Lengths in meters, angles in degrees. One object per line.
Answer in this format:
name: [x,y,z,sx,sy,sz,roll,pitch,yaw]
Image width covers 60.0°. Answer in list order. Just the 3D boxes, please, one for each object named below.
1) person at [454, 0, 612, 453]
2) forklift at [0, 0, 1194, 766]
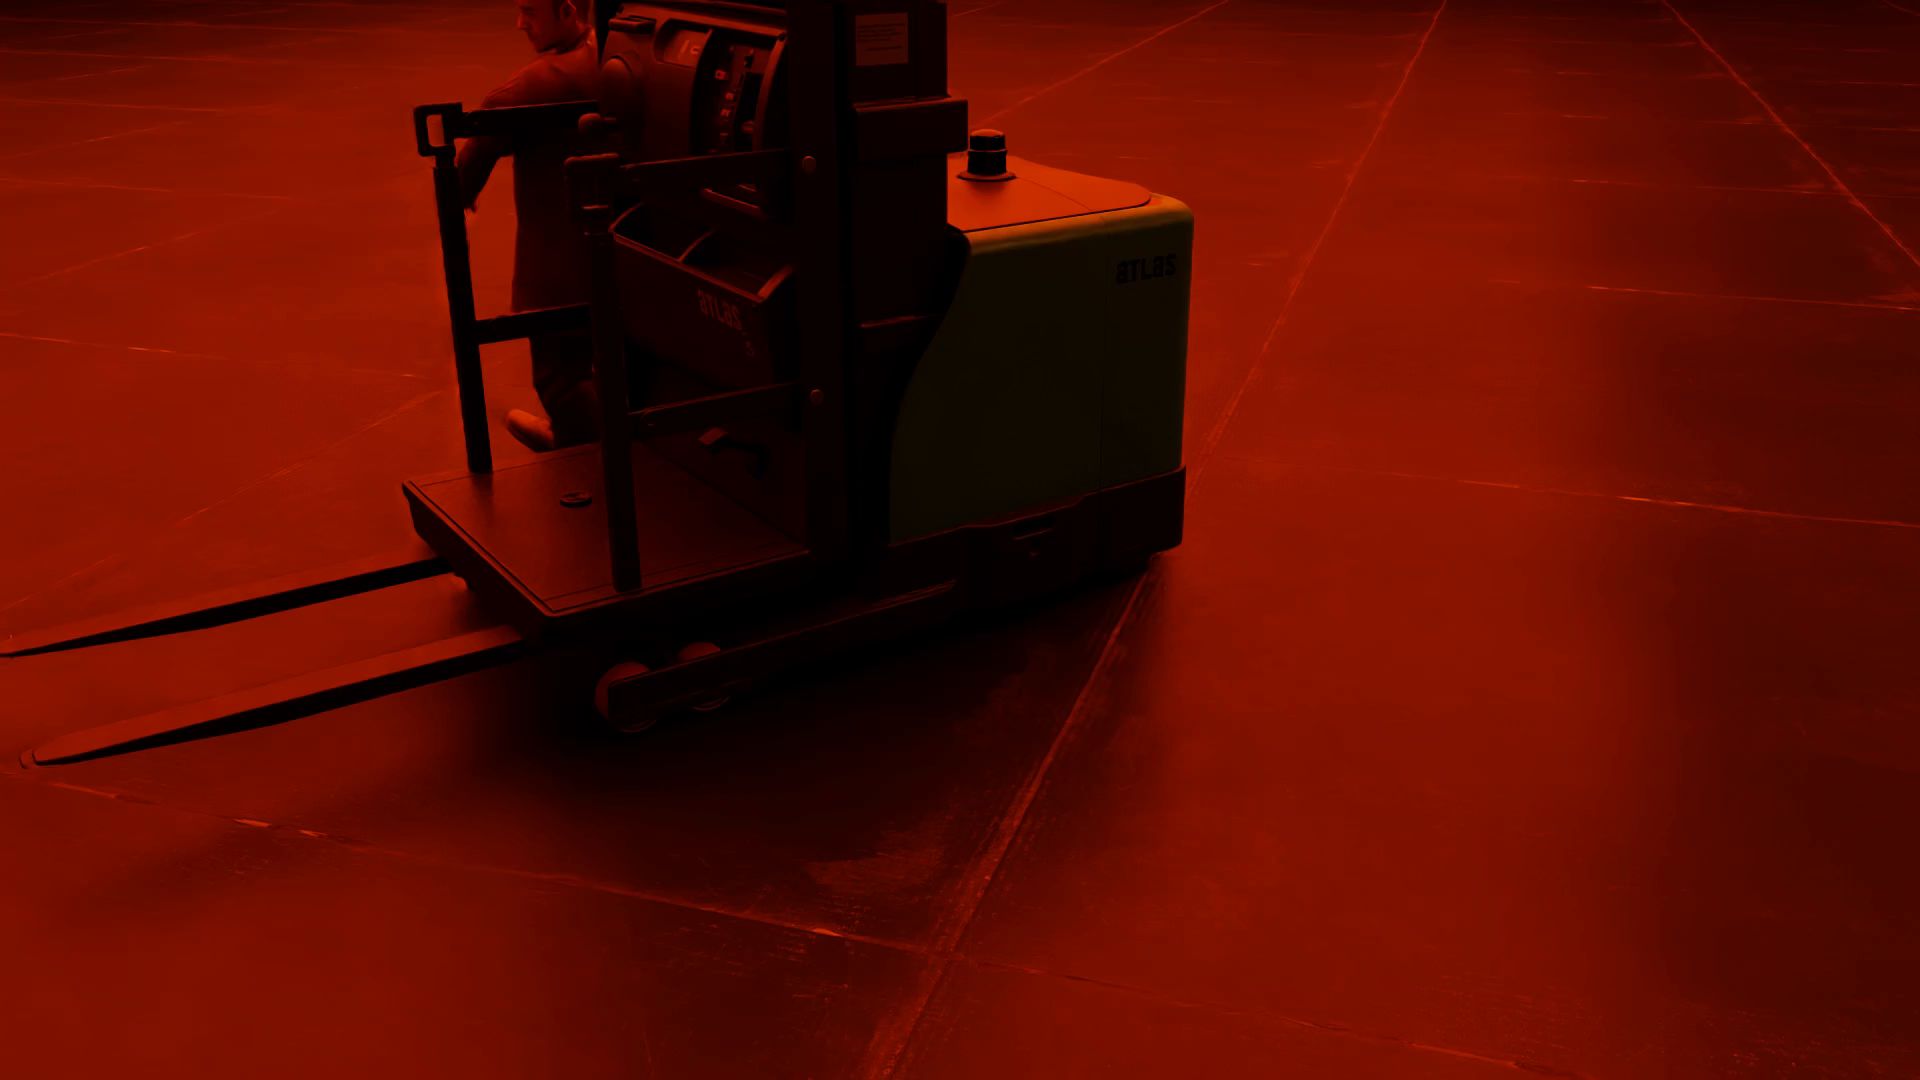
person: [-1.173,-0.914,5.166,0.913,1.710,0.741,8,24,18]
forklift: [-0.843,-1.121,3.994,3.031,2.935,1.130,-15,27,-32]
